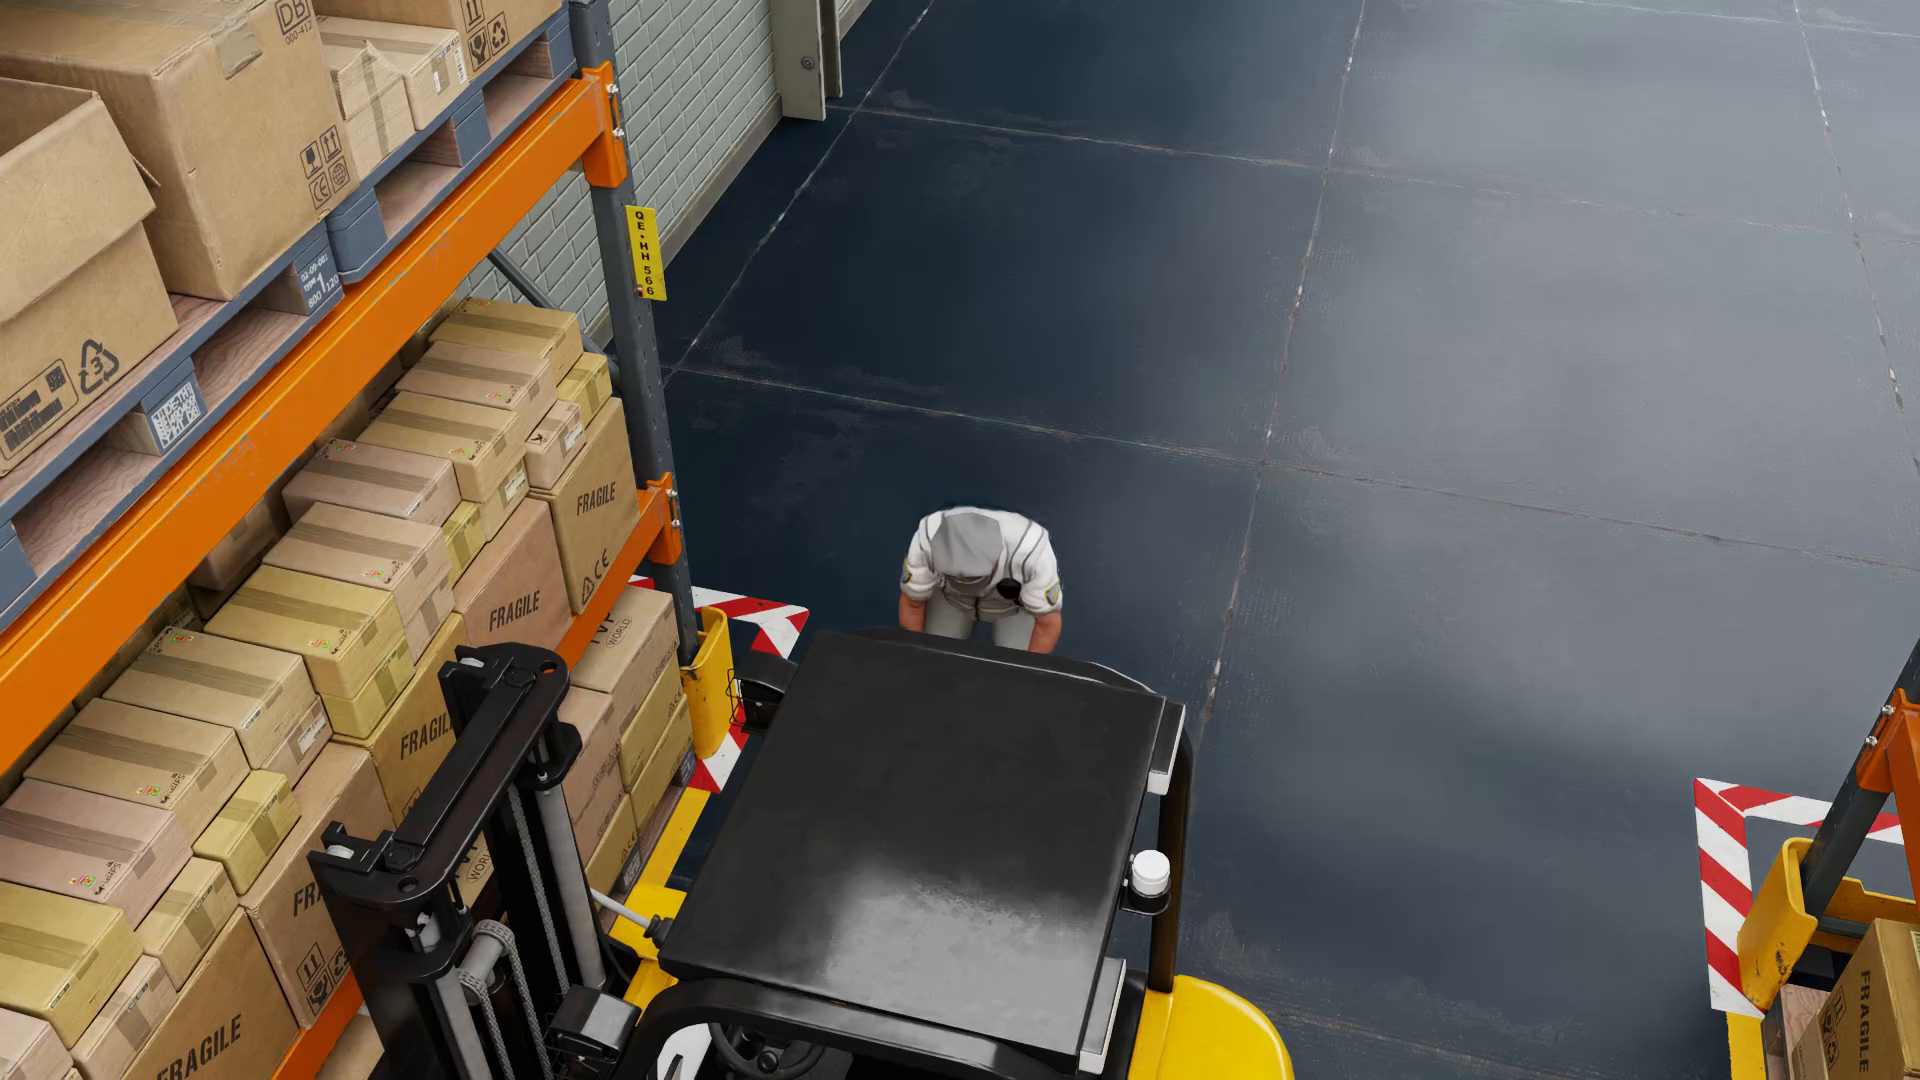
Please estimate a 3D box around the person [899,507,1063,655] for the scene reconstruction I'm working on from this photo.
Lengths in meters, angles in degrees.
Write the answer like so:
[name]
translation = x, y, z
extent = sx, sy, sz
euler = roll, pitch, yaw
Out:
[person]
translation = 0.097, 0.310, 6.082
extent = 0.590, 1.383, 0.824
euler = 10, 42, 11
